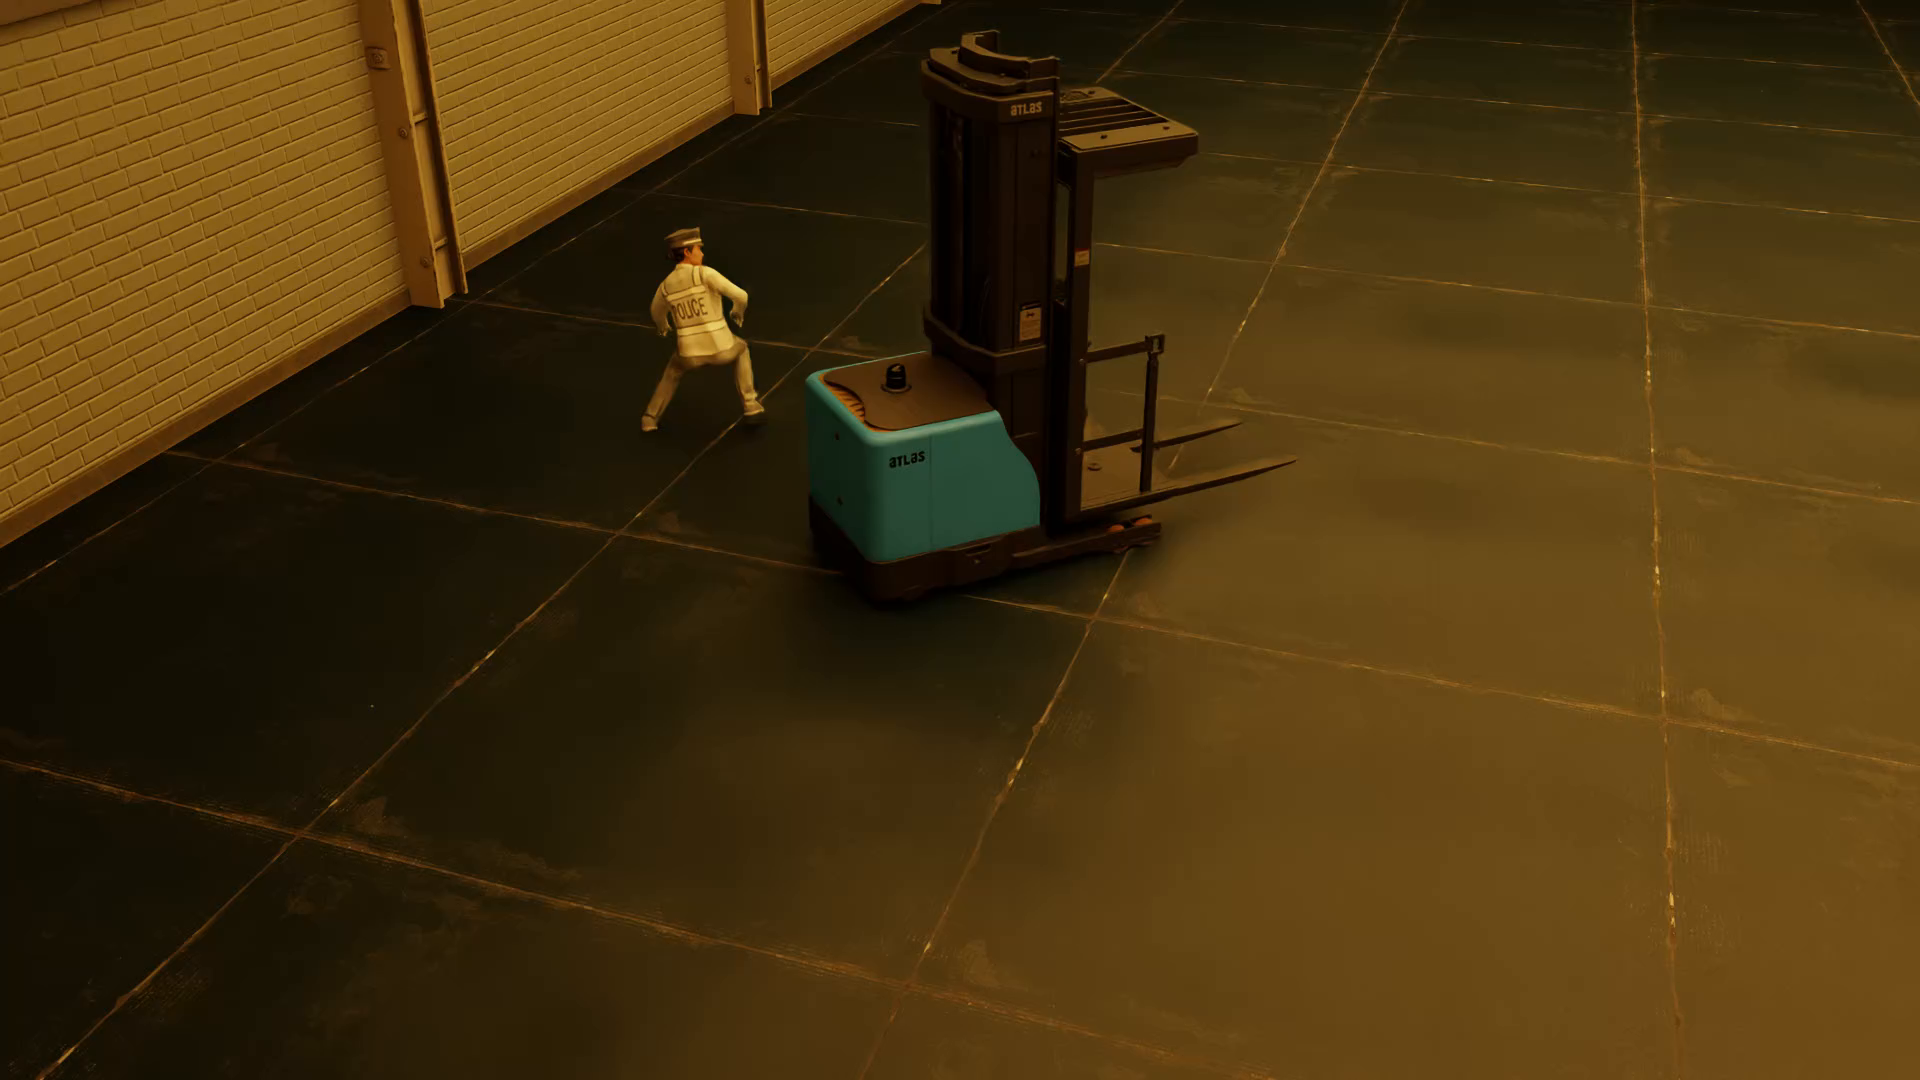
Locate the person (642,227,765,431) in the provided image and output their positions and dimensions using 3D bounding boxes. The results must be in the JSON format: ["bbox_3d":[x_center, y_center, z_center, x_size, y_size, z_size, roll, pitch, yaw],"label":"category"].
[{"bbox_3d":[-1.774,-1.370,11.119,0.850,1.465,0.716,2,30,4],"label":"person"}]

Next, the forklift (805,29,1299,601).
[{"bbox_3d":[0.646,-1.416,9.621,3.031,2.935,1.130,-14,32,-22],"label":"forklift"}]
